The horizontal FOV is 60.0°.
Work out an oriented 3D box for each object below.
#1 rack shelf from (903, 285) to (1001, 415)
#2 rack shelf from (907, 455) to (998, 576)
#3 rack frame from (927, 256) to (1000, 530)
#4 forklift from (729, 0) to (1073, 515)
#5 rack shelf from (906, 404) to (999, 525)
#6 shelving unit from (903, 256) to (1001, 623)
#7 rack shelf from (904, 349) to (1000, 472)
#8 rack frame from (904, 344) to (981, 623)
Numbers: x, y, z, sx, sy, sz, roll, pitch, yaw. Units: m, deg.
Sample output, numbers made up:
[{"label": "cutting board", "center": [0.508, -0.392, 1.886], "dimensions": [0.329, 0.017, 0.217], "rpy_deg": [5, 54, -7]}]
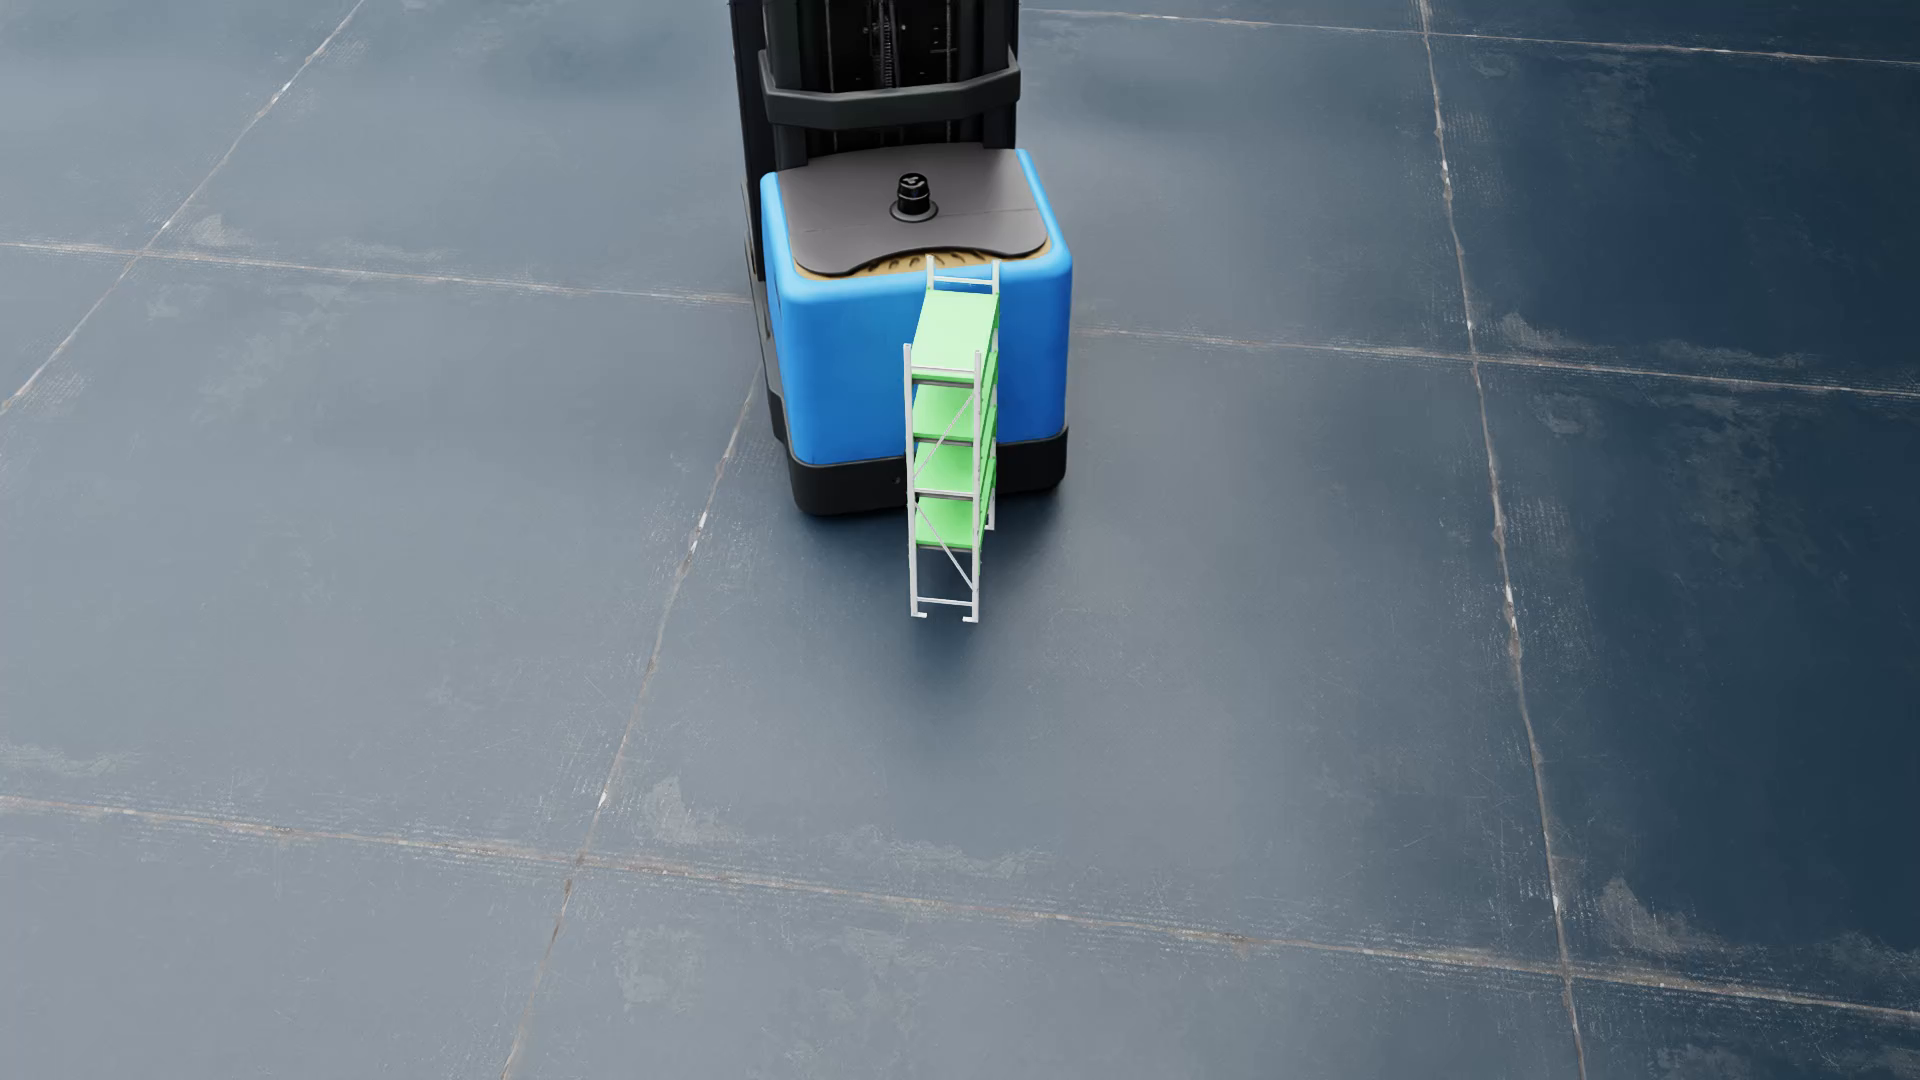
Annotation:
[{"label": "rack shelf", "center": [-0.022, -0.625, 5.432], "dimensions": [0.258, 0.148, 0.480], "rpy_deg": [5, 44, 6]}, {"label": "rack shelf", "center": [-0.022, -0.102, 5.927], "dimensions": [0.258, 0.148, 0.480], "rpy_deg": [5, 44, 6]}, {"label": "rack frame", "center": [0.010, -0.489, 5.894], "dimensions": [0.240, 1.200, 0.015], "rpy_deg": [5, 44, 6]}, {"label": "forklift", "center": [-0.365, -2.181, 6.421], "dimensions": [1.130, 2.935, 3.031], "rpy_deg": [-7, 44, -8]}, {"label": "rack shelf", "center": [-0.022, -0.276, 5.762], "dimensions": [0.258, 0.148, 0.480], "rpy_deg": [5, 44, 6]}, {"label": "shelving unit", "center": [-0.022, -0.323, 5.718], "dimensions": [0.258, 1.200, 0.503], "rpy_deg": [5, 44, 6]}, {"label": "rack shelf", "center": [-0.022, -0.451, 5.597], "dimensions": [0.258, 0.148, 0.480], "rpy_deg": [5, 44, 6]}, {"label": "rack frame", "center": [-0.054, -0.157, 5.543], "dimensions": [0.240, 1.200, 0.015], "rpy_deg": [5, 44, 6]}]
